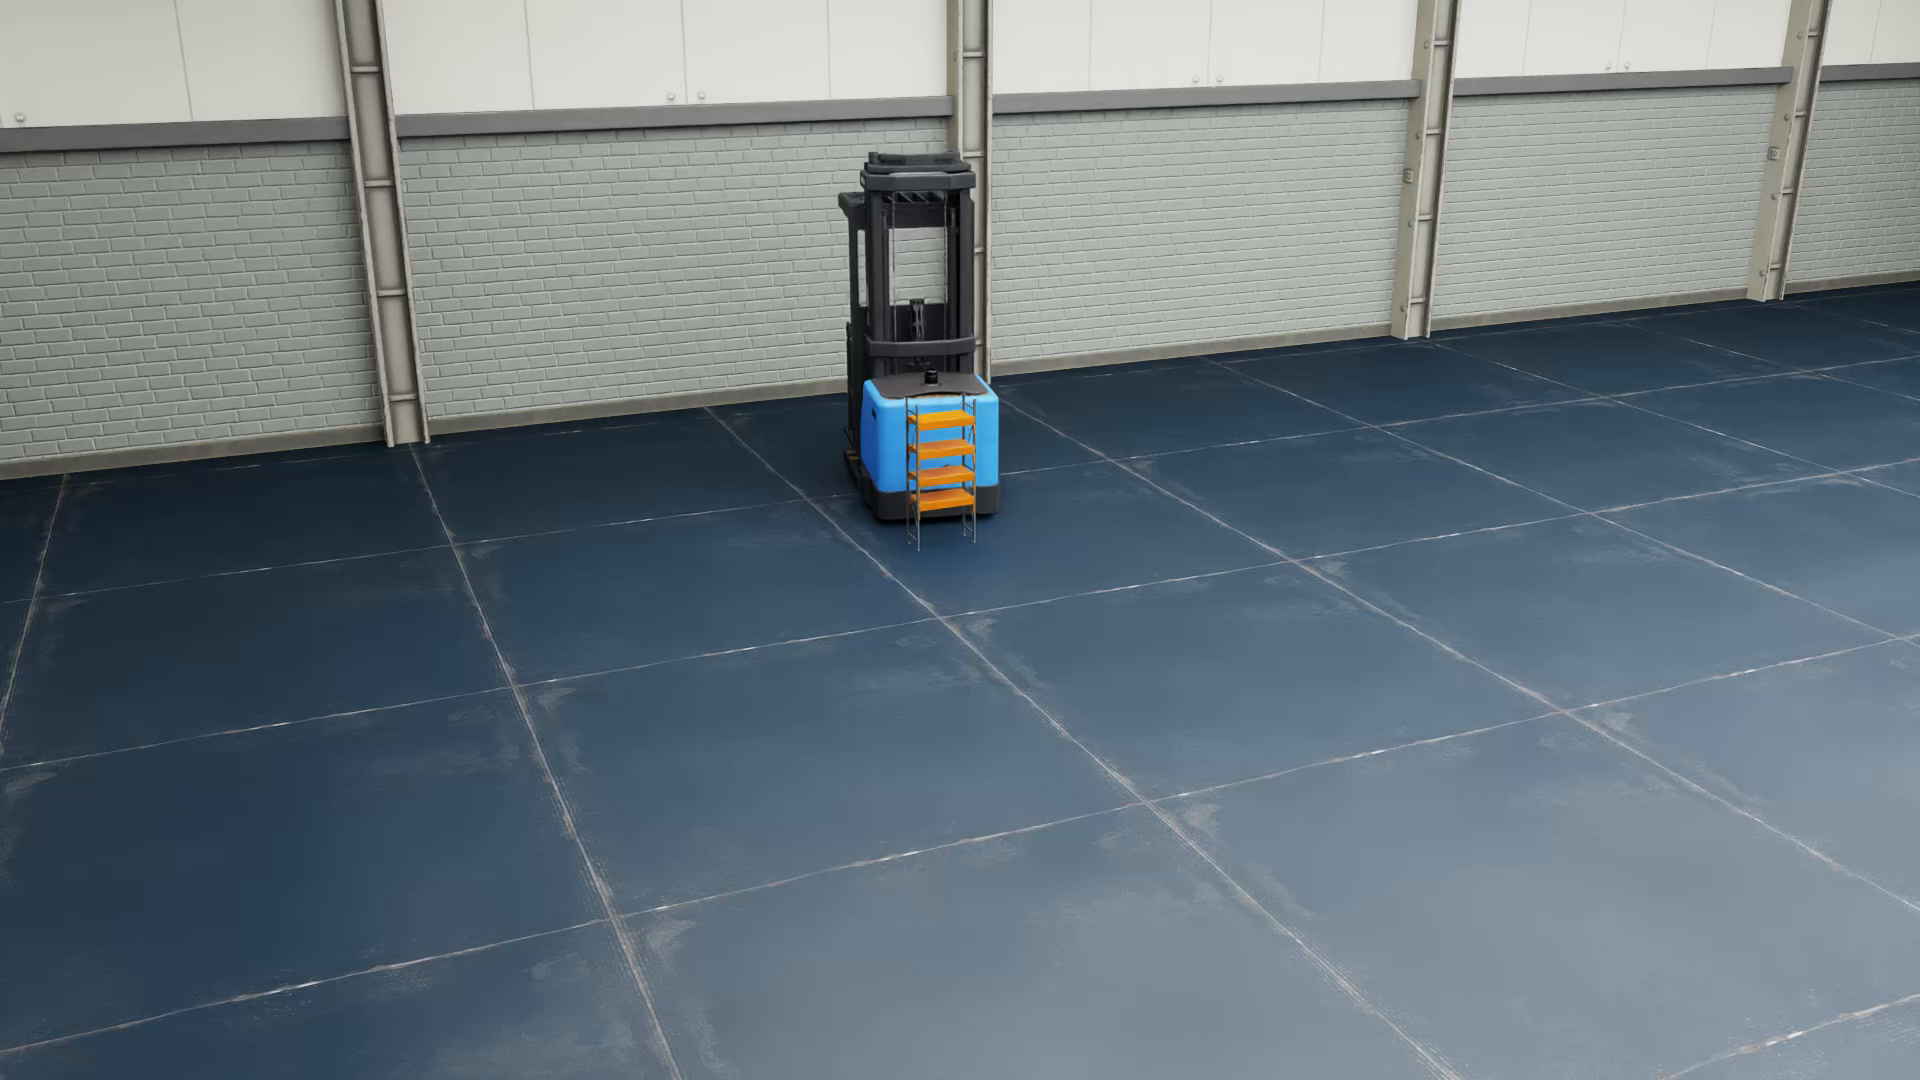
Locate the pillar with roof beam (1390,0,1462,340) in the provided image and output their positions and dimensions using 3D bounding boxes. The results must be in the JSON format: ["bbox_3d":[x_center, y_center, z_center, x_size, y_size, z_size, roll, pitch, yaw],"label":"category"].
[{"bbox_3d":[7.315,-5.481,15.539,0.400,9.000,9.100,-8,21,-22],"label":"pillar with roof beam"}]

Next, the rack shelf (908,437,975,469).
[{"bbox_3d":[-0.152,-0.692,13.209,0.480,0.148,0.258,-8,21,-22],"label":"rack shelf"}]

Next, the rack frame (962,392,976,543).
[{"bbox_3d":[0.072,-0.576,13.352,0.015,1.200,0.240,-8,21,-22],"label":"rack frame"}]

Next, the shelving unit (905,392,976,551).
[{"bbox_3d":[-0.152,-0.544,13.261,0.503,1.200,0.258,-8,21,-22],"label":"shelving unit"}]

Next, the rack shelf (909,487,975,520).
[{"bbox_3d":[-0.152,-0.293,13.349,0.480,0.148,0.258,-8,21,-22],"label":"rack shelf"}]

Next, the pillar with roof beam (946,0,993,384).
[{"bbox_3d":[1.806,-4.692,13.298,0.400,9.000,9.100,-8,21,-22],"label":"pillar with roof beam"}]

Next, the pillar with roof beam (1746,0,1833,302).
[{"bbox_3d":[12.825,-6.270,17.781,0.400,9.000,9.100,-8,21,-22],"label":"pillar with roof beam"}]

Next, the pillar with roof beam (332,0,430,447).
[{"bbox_3d":[-3.703,-3.903,11.056,0.400,9.000,9.100,-8,21,-22],"label":"pillar with roof beam"}]

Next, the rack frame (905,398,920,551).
[{"bbox_3d":[-0.376,-0.512,13.170,0.015,1.200,0.240,-8,21,-22],"label":"rack frame"}]

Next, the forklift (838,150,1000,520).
[{"bbox_3d":[-0.465,-2.002,14.795,1.130,2.935,3.031,-4,20,-11],"label":"forklift"}]

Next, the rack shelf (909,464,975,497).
[{"bbox_3d":[-0.152,-0.481,13.283,0.480,0.148,0.258,-8,21,-22],"label":"rack shelf"}]

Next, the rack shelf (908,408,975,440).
[{"bbox_3d":[-0.152,-0.915,13.130,0.480,0.148,0.258,-8,21,-22],"label":"rack shelf"}]
